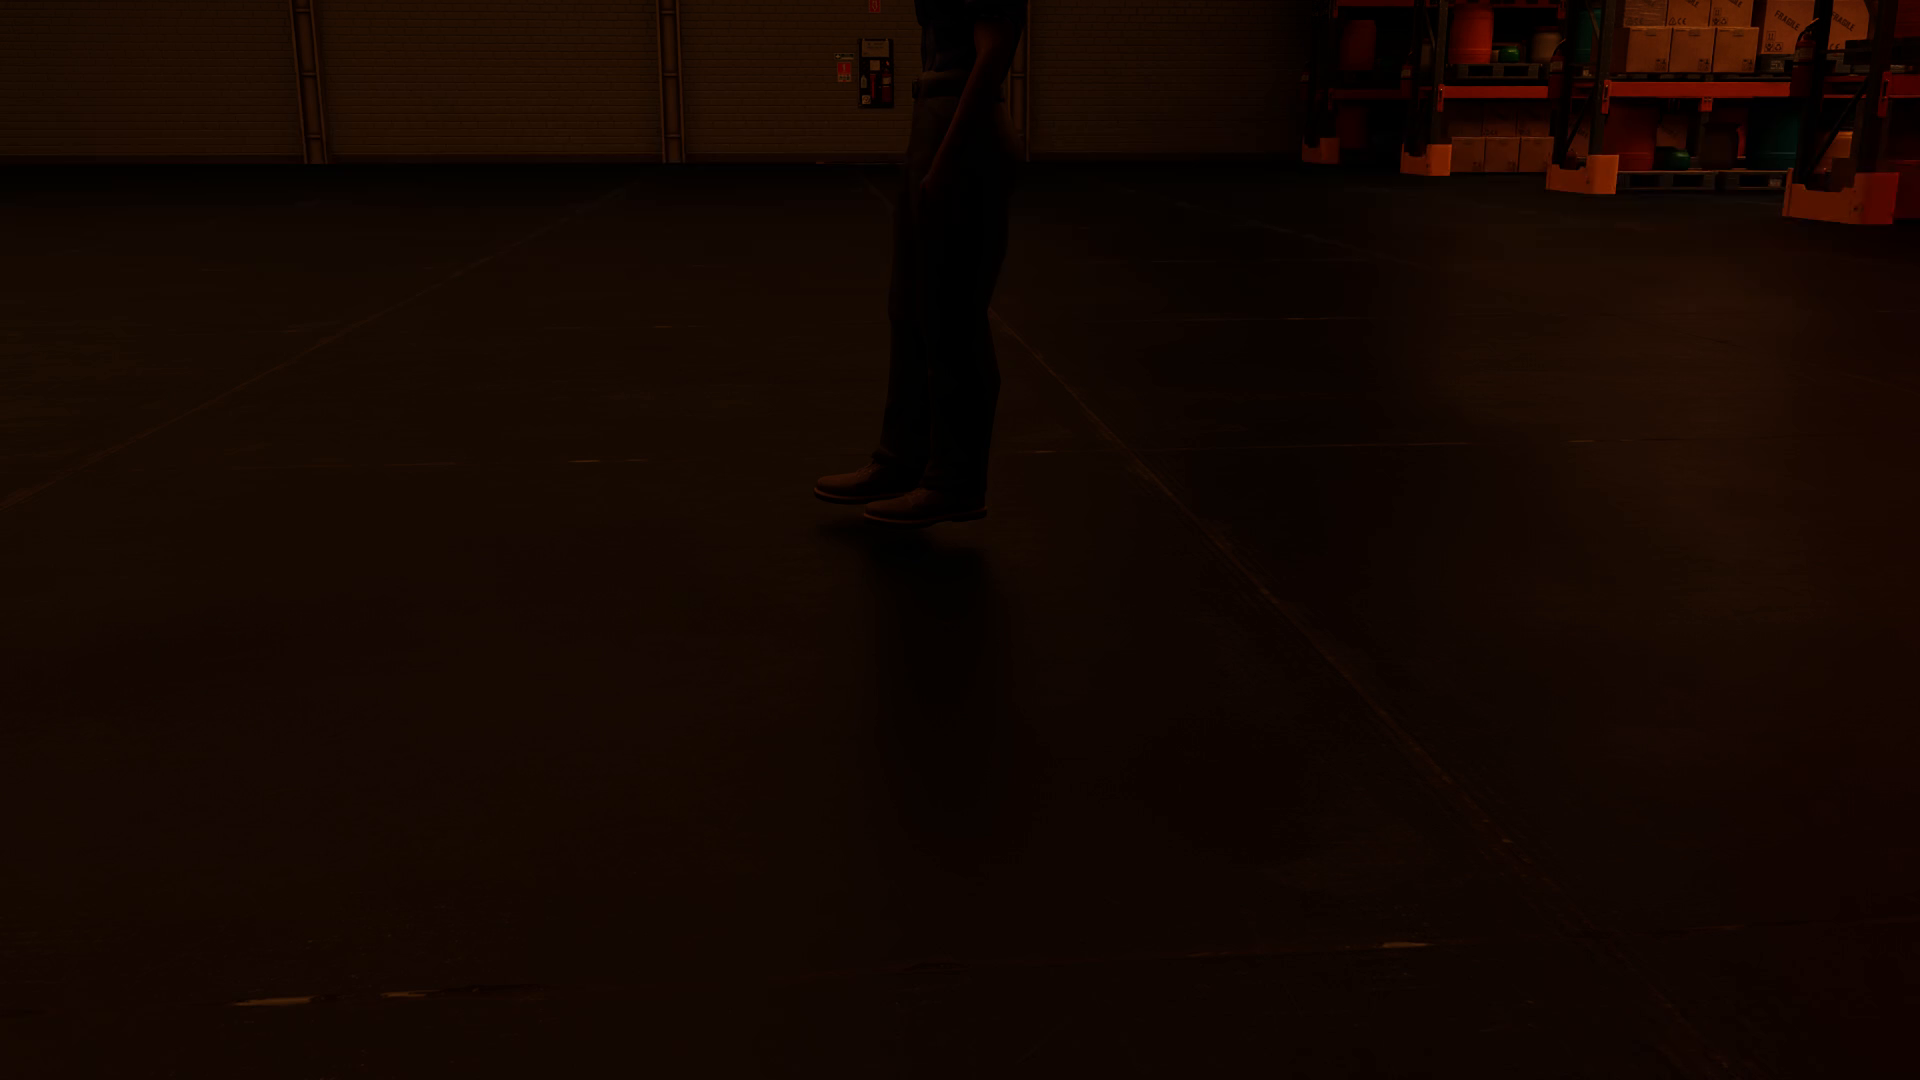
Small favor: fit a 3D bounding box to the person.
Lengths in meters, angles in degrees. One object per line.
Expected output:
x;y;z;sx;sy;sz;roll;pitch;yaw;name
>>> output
-0.089;-0.849;3.724;0.504;1.654;0.569;-1;15;-5;person
